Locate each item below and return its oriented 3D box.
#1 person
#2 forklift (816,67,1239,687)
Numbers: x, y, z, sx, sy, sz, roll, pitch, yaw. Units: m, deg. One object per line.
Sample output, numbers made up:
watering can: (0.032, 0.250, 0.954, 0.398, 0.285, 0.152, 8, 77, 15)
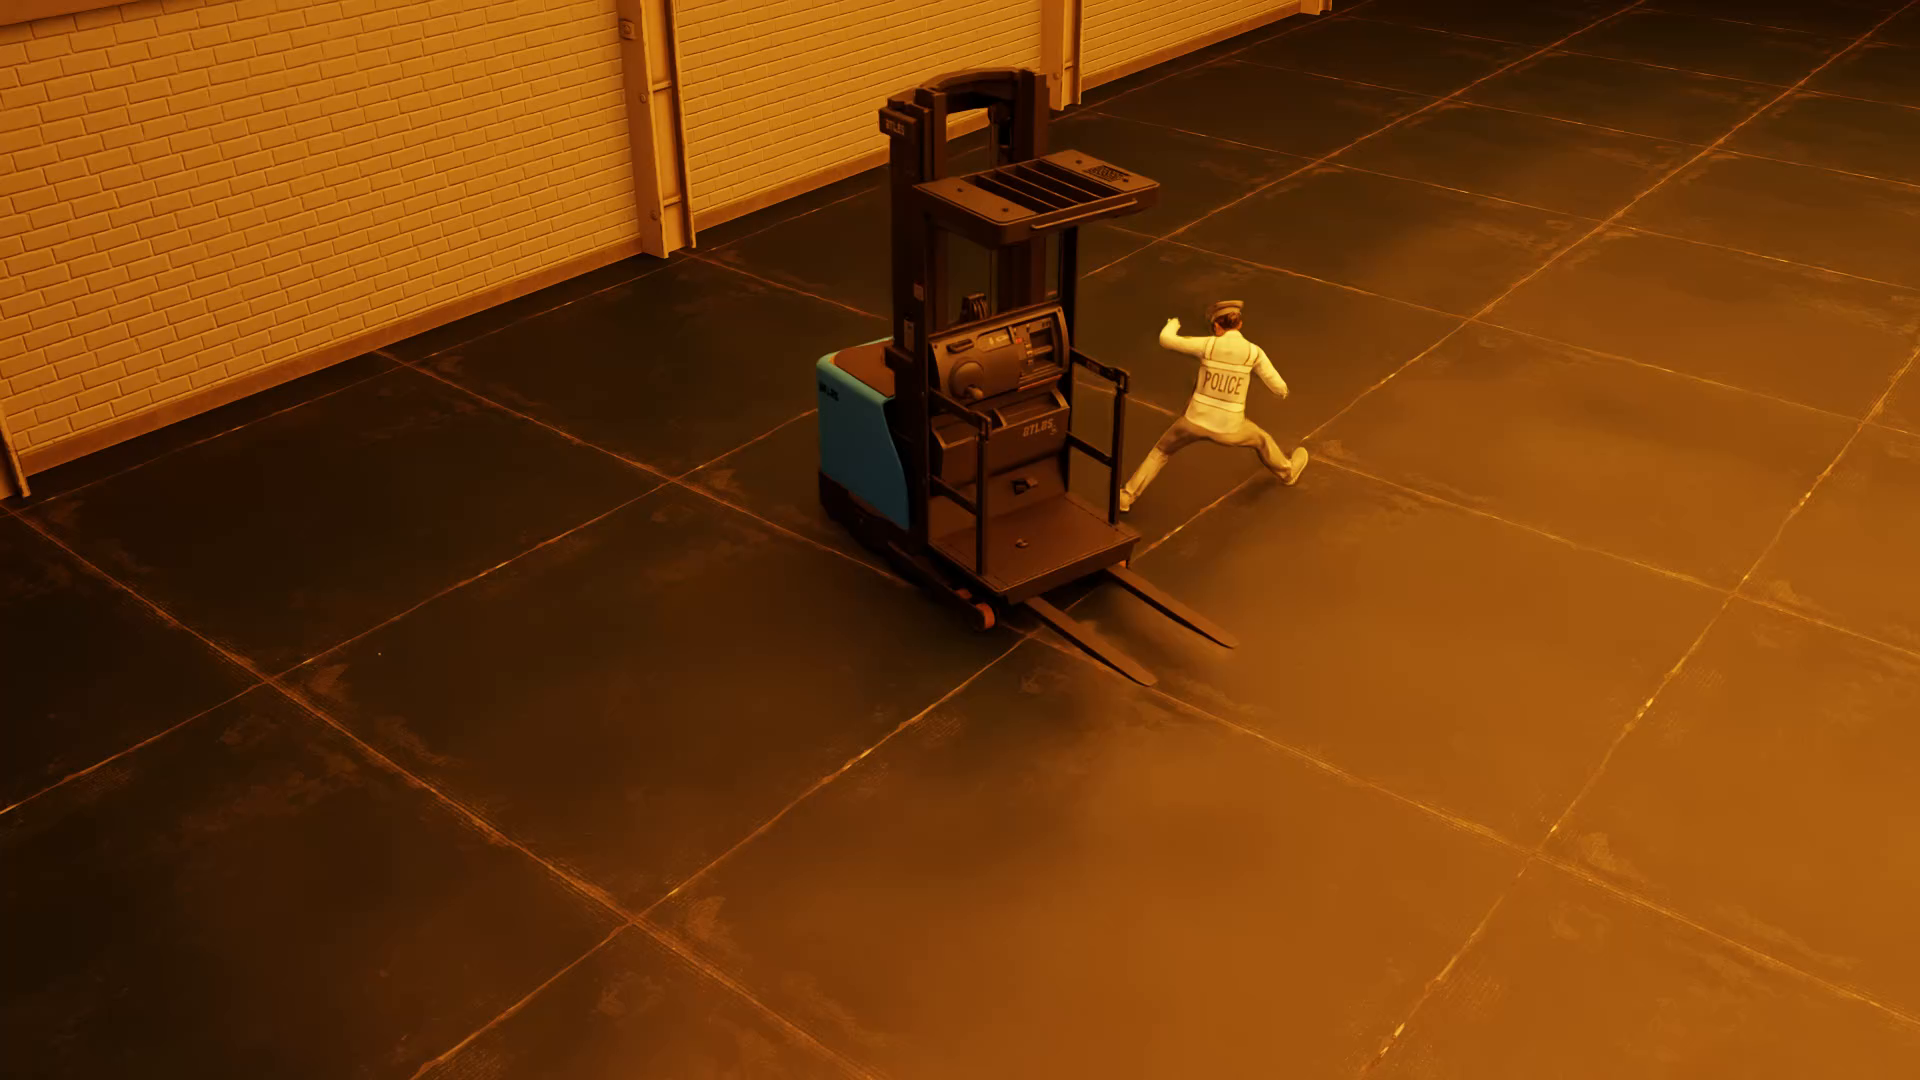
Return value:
person: (1.654, -0.894, 10.699, 1.187, 1.358, 0.922, 9, 31, 14)
forklift: (0.363, -1.018, 9.337, 1.130, 2.935, 3.031, -20, 36, -31)
